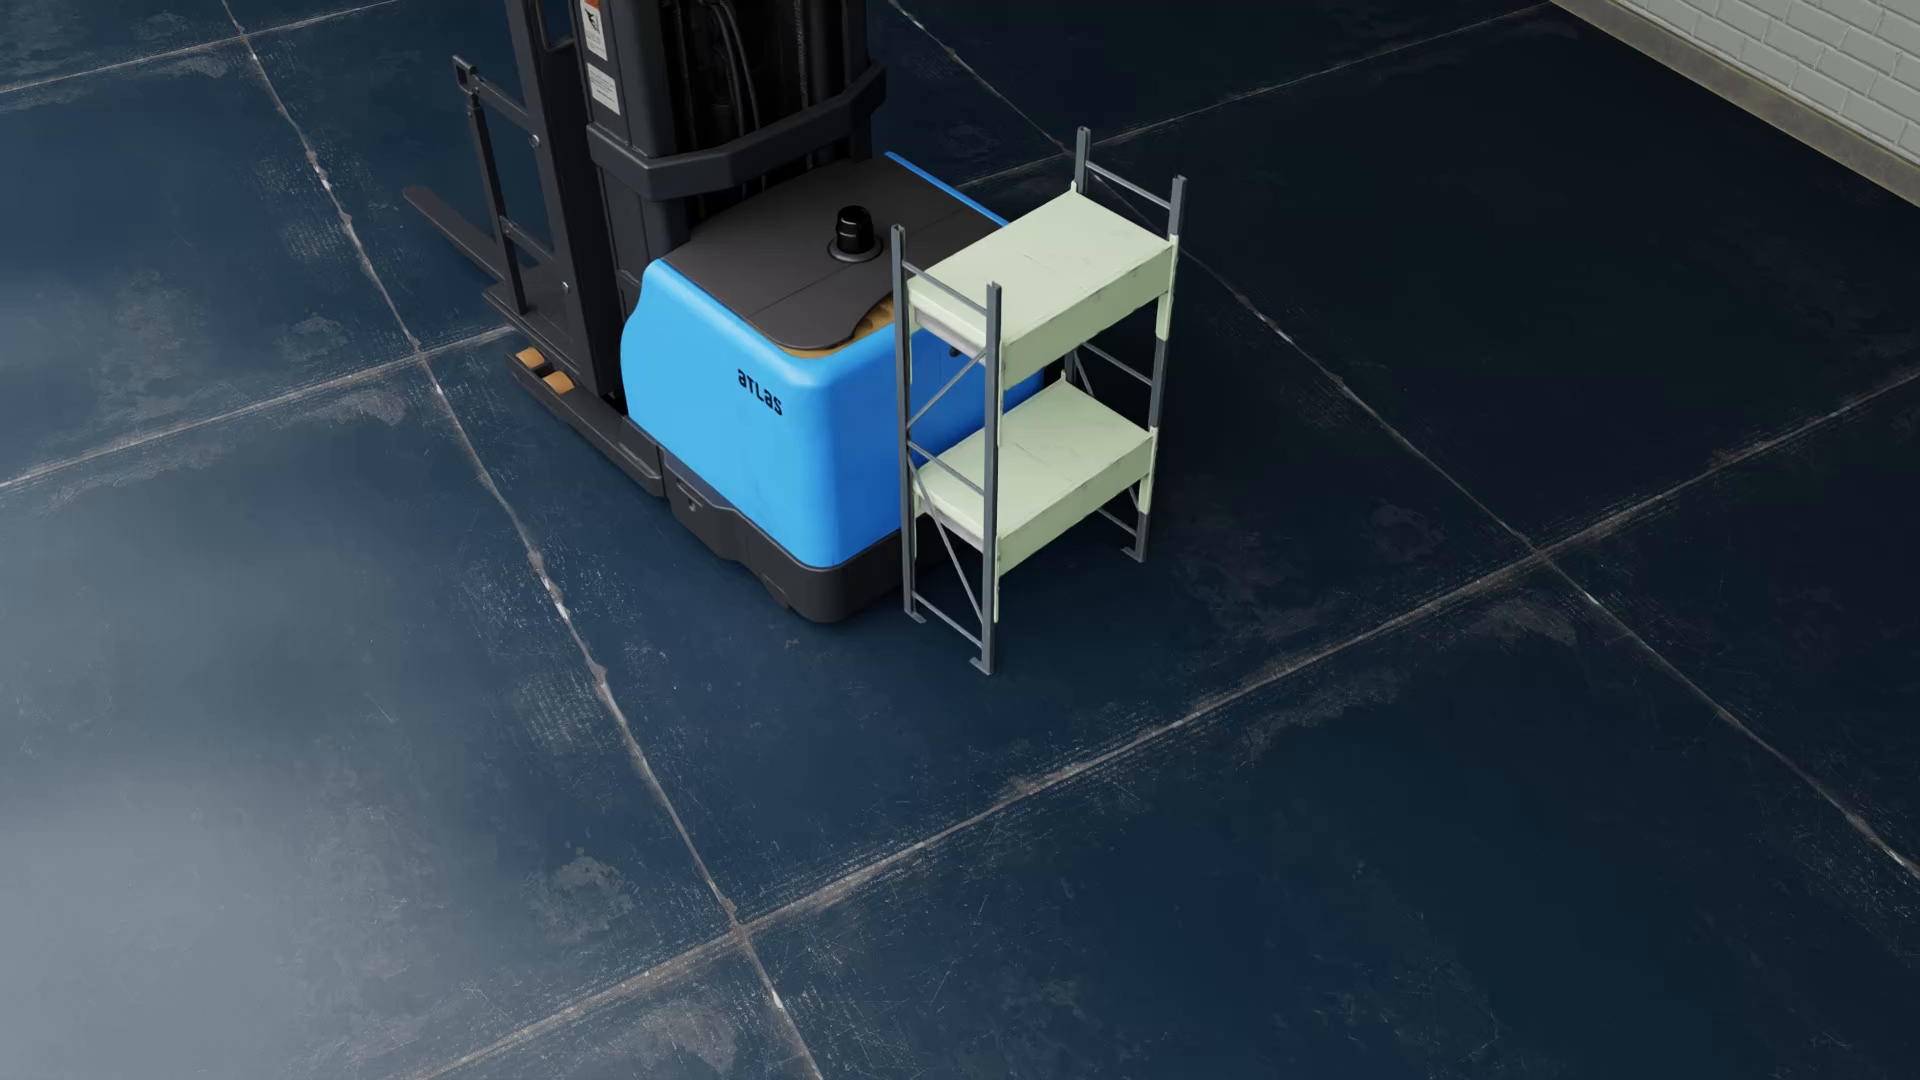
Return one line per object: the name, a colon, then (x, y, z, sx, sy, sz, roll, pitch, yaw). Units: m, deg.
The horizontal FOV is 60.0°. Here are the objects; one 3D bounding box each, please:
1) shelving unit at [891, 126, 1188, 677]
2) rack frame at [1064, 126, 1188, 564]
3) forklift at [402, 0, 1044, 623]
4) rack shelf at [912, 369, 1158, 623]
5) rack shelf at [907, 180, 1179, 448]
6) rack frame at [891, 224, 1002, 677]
shelving unit: (0.224, -0.385, 5.070, 0.755, 1.500, 0.431, -34, 53, -30)
rack frame: (0.487, -0.562, 5.252, 0.023, 1.500, 0.400, -34, 53, -30)
forklift: (-1.067, -1.728, 5.426, 1.130, 2.935, 3.031, -32, 53, -29)
rack shelf: (0.224, -0.151, 5.297, 0.720, 0.370, 0.431, -34, 53, -30)
rack shelf: (0.224, -0.665, 4.798, 0.720, 0.370, 0.431, -34, 53, -30)
rack frame: (-0.039, -0.208, 4.887, 0.023, 1.500, 0.400, -34, 53, -30)
